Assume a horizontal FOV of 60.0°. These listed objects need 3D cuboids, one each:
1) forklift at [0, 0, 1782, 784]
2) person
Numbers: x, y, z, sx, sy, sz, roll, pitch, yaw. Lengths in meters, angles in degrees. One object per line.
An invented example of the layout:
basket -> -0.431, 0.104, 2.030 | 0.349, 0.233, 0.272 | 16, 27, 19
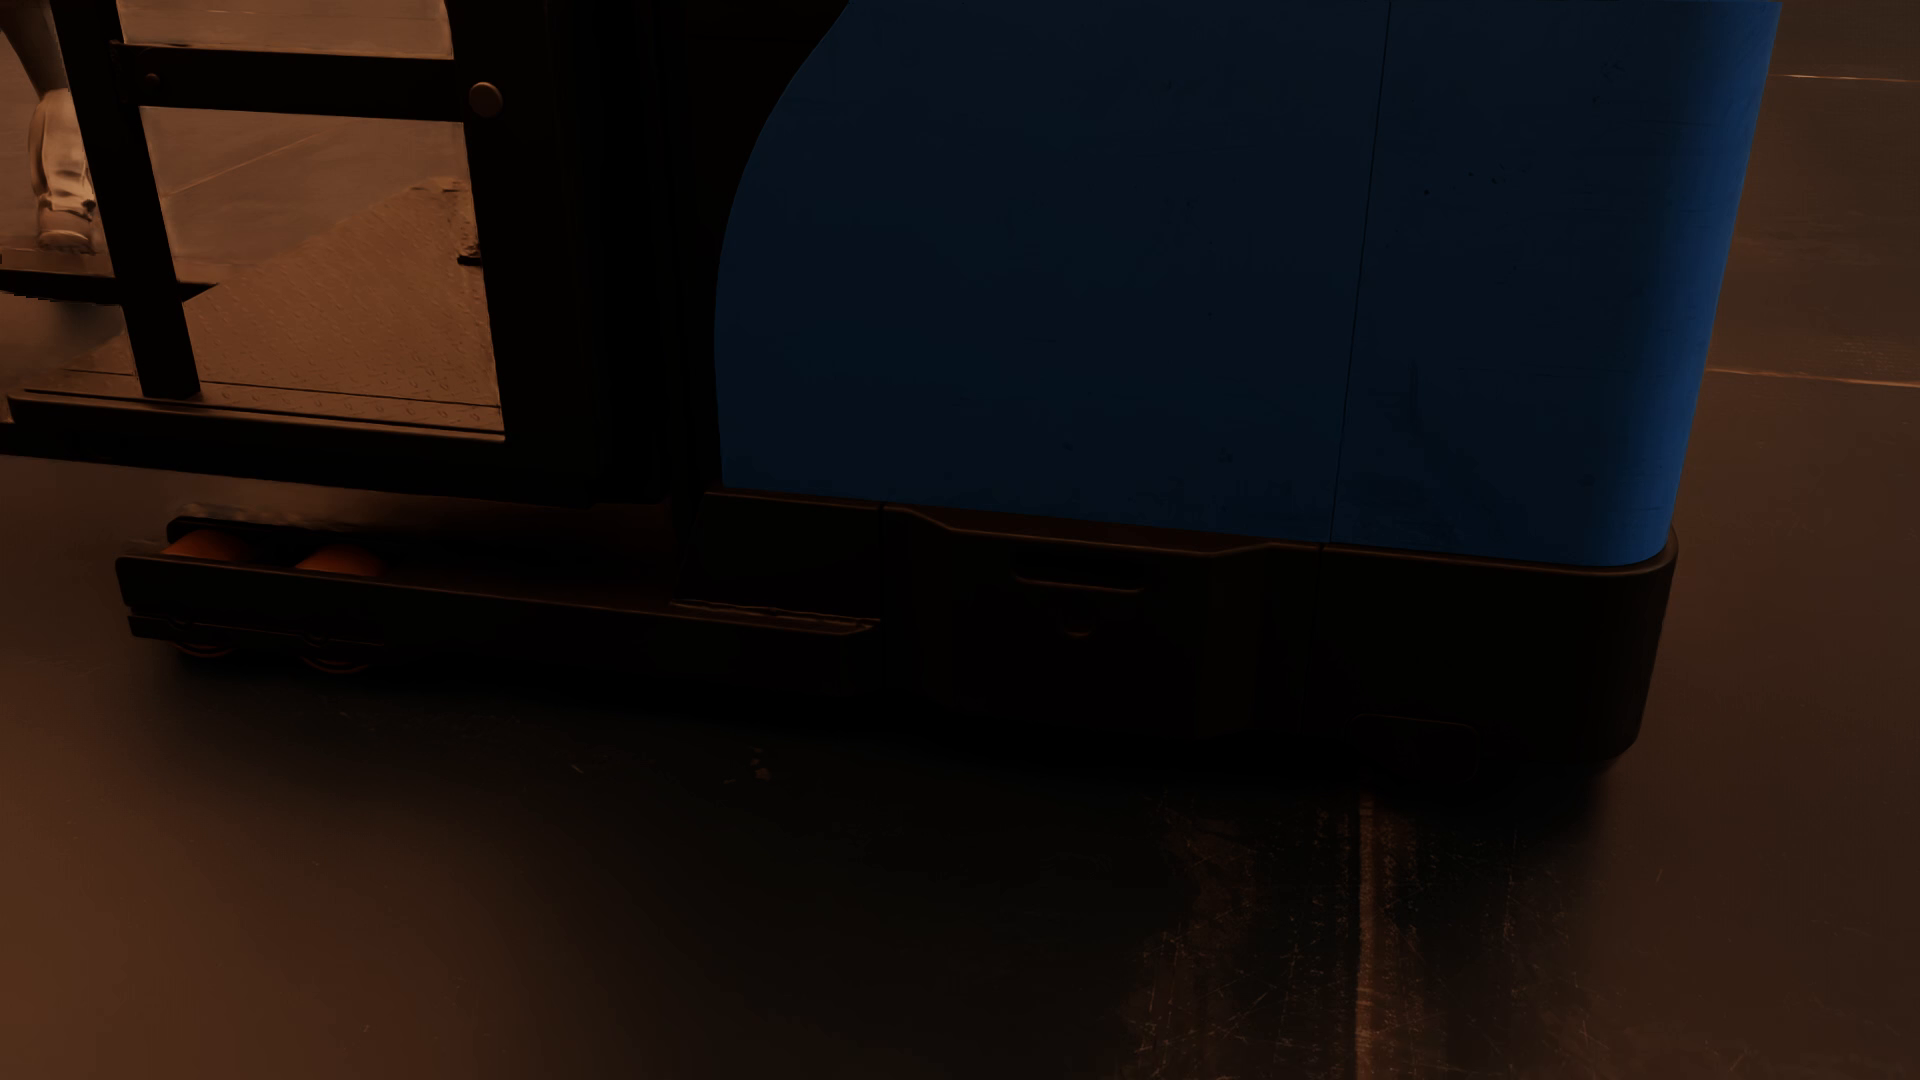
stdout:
forklift -> -0.611, -1.360, 1.942 | 3.031, 2.935, 1.130 | 6, 27, 11
person -> -2.096, -1.229, 3.243 | 0.876, 1.531, 0.761 | -18, 32, -32
